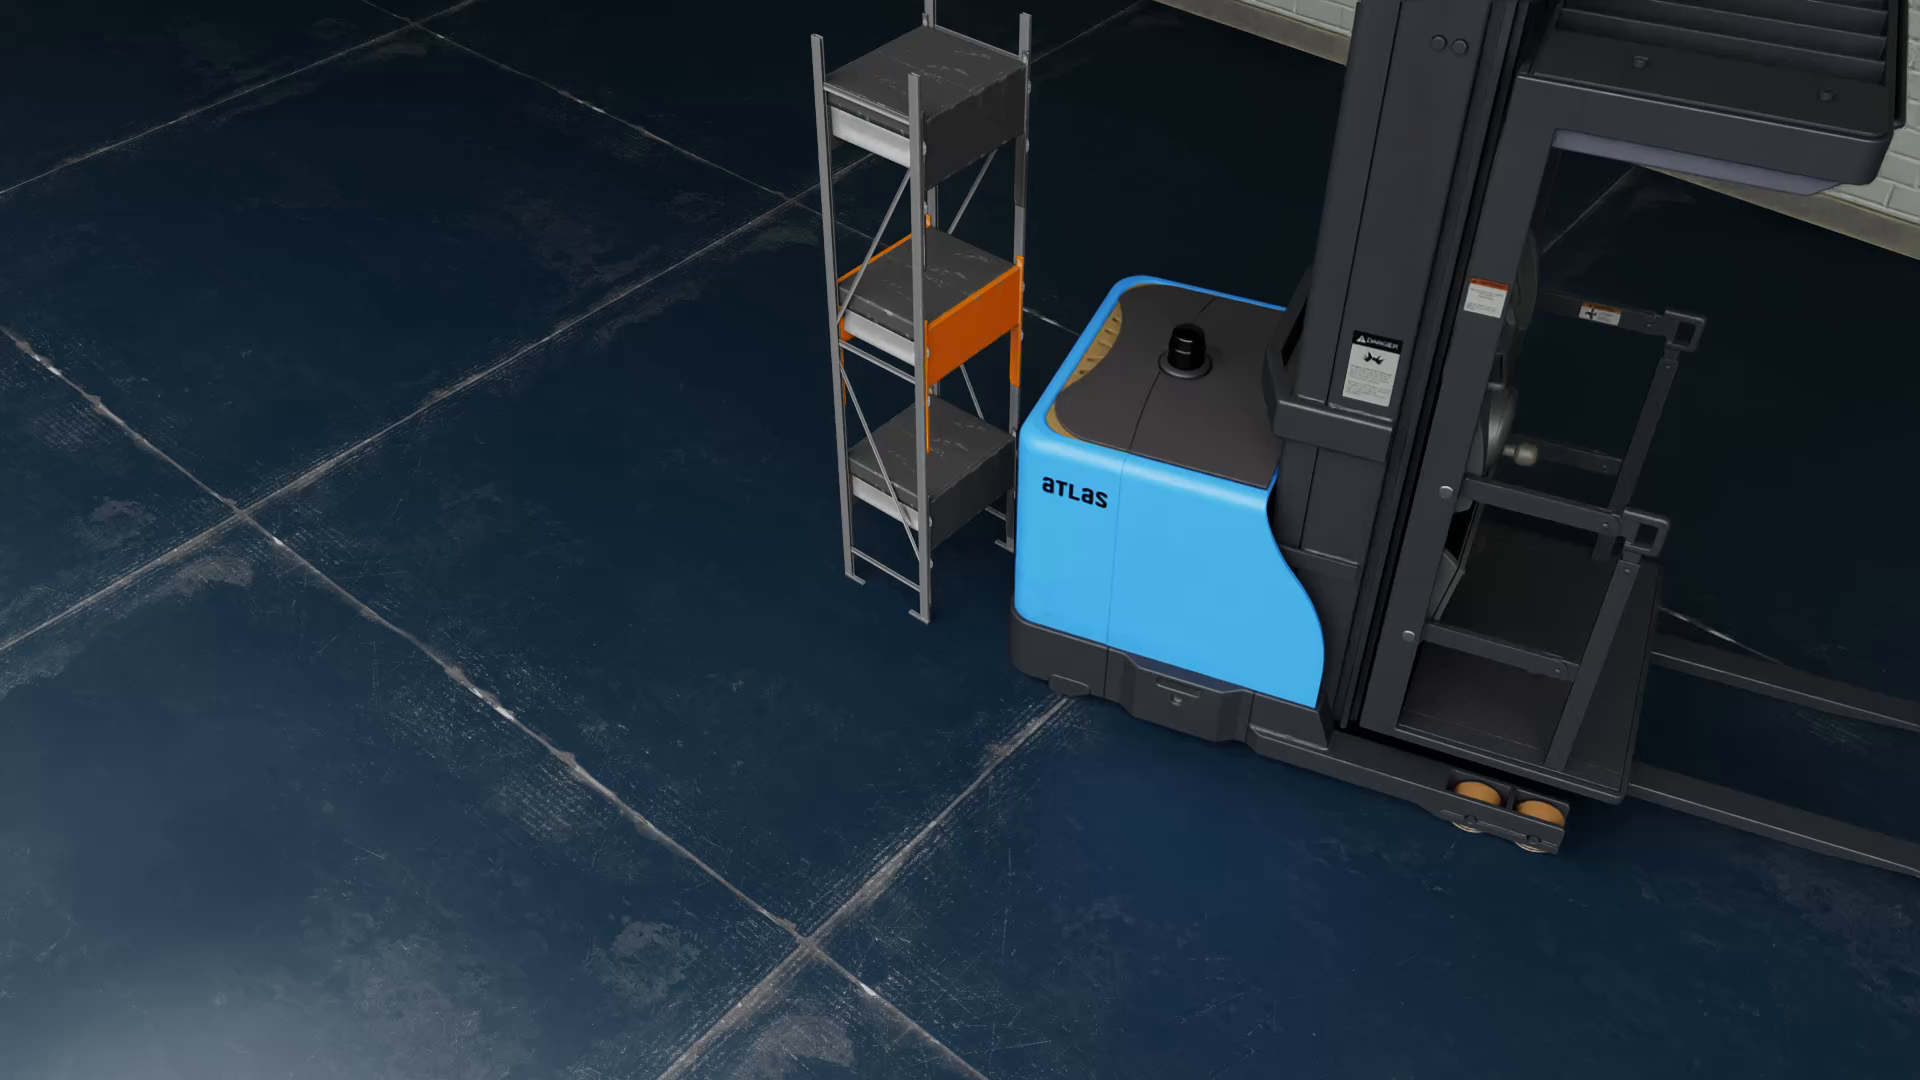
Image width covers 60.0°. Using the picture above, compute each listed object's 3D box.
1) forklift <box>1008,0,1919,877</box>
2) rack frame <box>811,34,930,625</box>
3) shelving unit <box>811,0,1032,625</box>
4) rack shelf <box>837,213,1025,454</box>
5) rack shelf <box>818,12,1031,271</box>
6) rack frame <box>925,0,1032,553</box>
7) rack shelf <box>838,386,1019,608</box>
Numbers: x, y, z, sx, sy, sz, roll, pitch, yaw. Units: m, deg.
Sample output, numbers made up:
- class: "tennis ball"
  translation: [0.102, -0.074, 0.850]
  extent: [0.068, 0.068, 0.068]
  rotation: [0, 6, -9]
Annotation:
- class: "forklift"
  translation: [1.731, -0.521, 4.644]
  extent: [3.031, 2.935, 1.130]
  rotation: [16, 45, 17]
- class: "rack frame"
  translation: [-0.264, -0.566, 5.312]
  extent: [0.400, 2.100, 0.015]
  rotation: [29, 50, 28]
- class: "shelving unit"
  translation: [-0.107, -0.692, 5.450]
  extent: [0.431, 2.100, 0.503]
  rotation: [29, 50, 28]
- class: "rack shelf"
  translation: [-0.107, -0.682, 5.459]
  extent: [0.431, 0.518, 0.480]
  rotation: [29, 50, 28]
- class: "rack shelf"
  translation: [-0.107, -1.199, 4.988]
  extent: [0.431, 0.518, 0.480]
  rotation: [29, 50, 28]
- class: "rack frame"
  translation: [0.051, -0.817, 5.588]
  extent: [0.400, 2.100, 0.015]
  rotation: [29, 50, 28]
- class: "rack shelf"
  translation: [-0.107, -0.164, 5.930]
  extent: [0.431, 0.518, 0.480]
  rotation: [29, 50, 28]
